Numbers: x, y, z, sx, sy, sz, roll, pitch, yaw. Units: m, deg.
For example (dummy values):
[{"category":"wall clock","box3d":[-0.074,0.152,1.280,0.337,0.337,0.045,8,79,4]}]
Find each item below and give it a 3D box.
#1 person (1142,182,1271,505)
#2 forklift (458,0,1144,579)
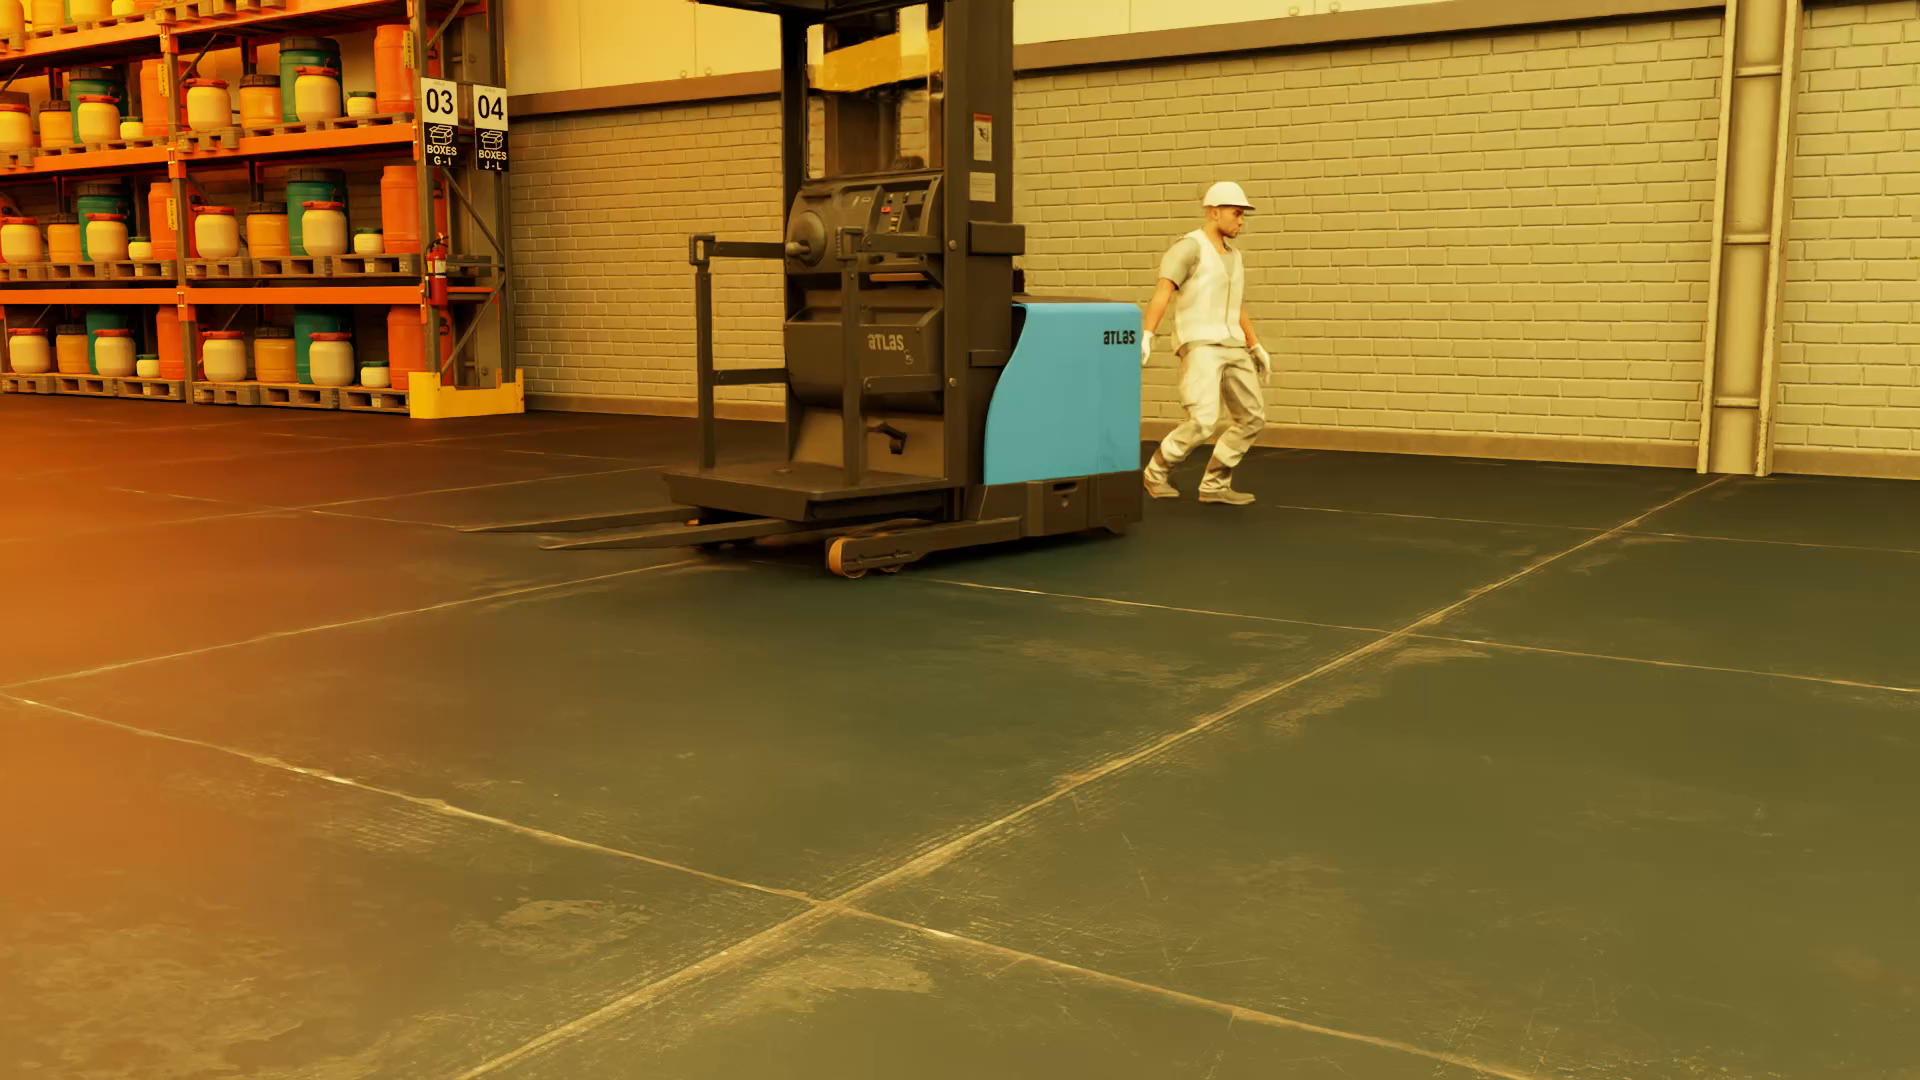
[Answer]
[{"category":"person","box3d":[1.267,-0.998,8.637,0.923,1.691,0.488,-7,10,-39]},{"category":"forklift","box3d":[-0.568,-1.380,6.900,3.031,2.935,1.130,-7,11,-43]}]
